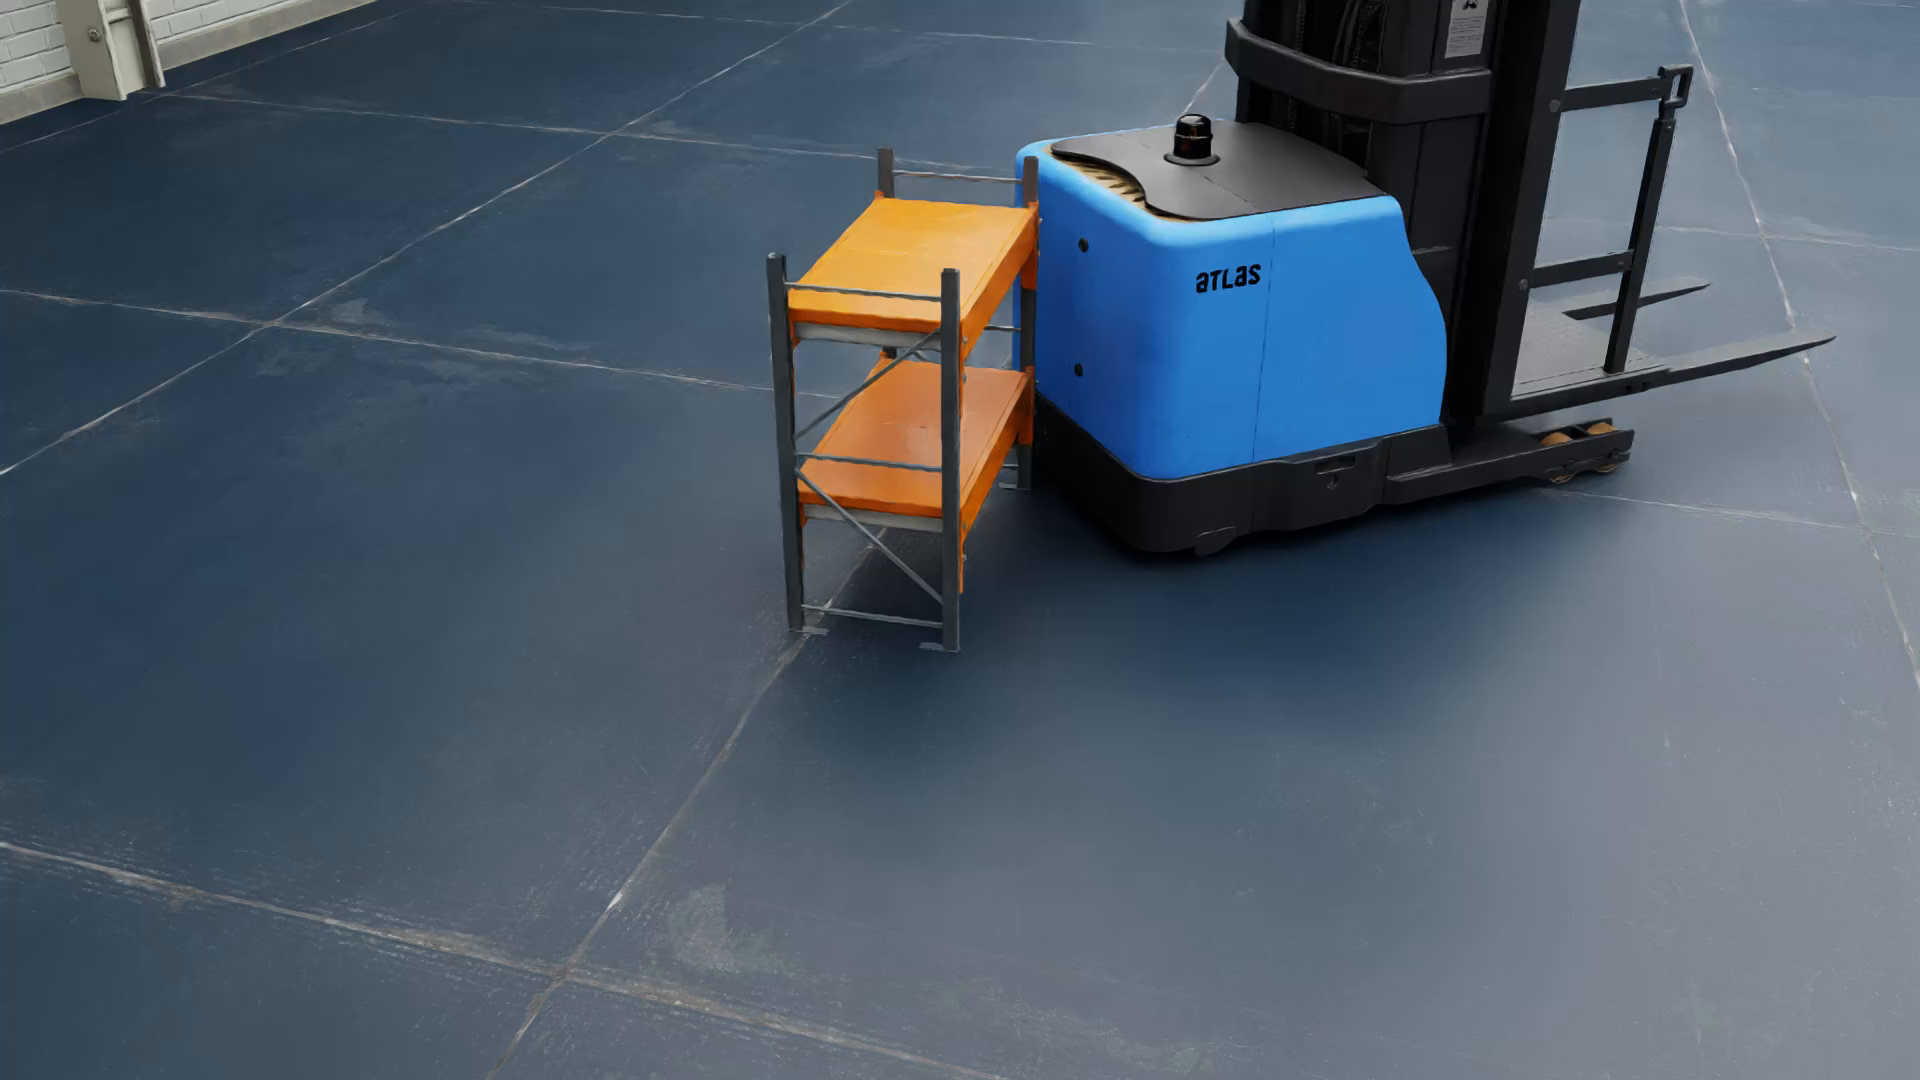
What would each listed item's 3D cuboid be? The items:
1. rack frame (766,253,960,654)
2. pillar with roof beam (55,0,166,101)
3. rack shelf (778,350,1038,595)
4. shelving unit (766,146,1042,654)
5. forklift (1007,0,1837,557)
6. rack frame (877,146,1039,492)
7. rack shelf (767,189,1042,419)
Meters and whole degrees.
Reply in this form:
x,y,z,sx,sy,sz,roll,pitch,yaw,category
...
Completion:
x,y,z,sx,sy,sz,roll,pitch,yaw,category
-0.247,-0.207,4.465,0.500,1.125,0.032,7,30,12,rack frame
-1.017,-6.072,6.909,9.100,9.000,0.400,8,30,15,pillar with roof beam
-0.127,-0.233,5.015,0.538,0.278,1.000,7,30,12,rack shelf
-0.127,-0.447,4.896,0.538,1.125,1.048,7,30,12,shelving unit
1.726,-1.693,5.278,3.031,2.935,1.130,-12,31,-21,forklift
-0.007,-0.687,5.328,0.500,1.125,0.032,7,30,12,rack frame
-0.127,-0.703,4.754,0.538,0.278,1.000,7,30,12,rack shelf
